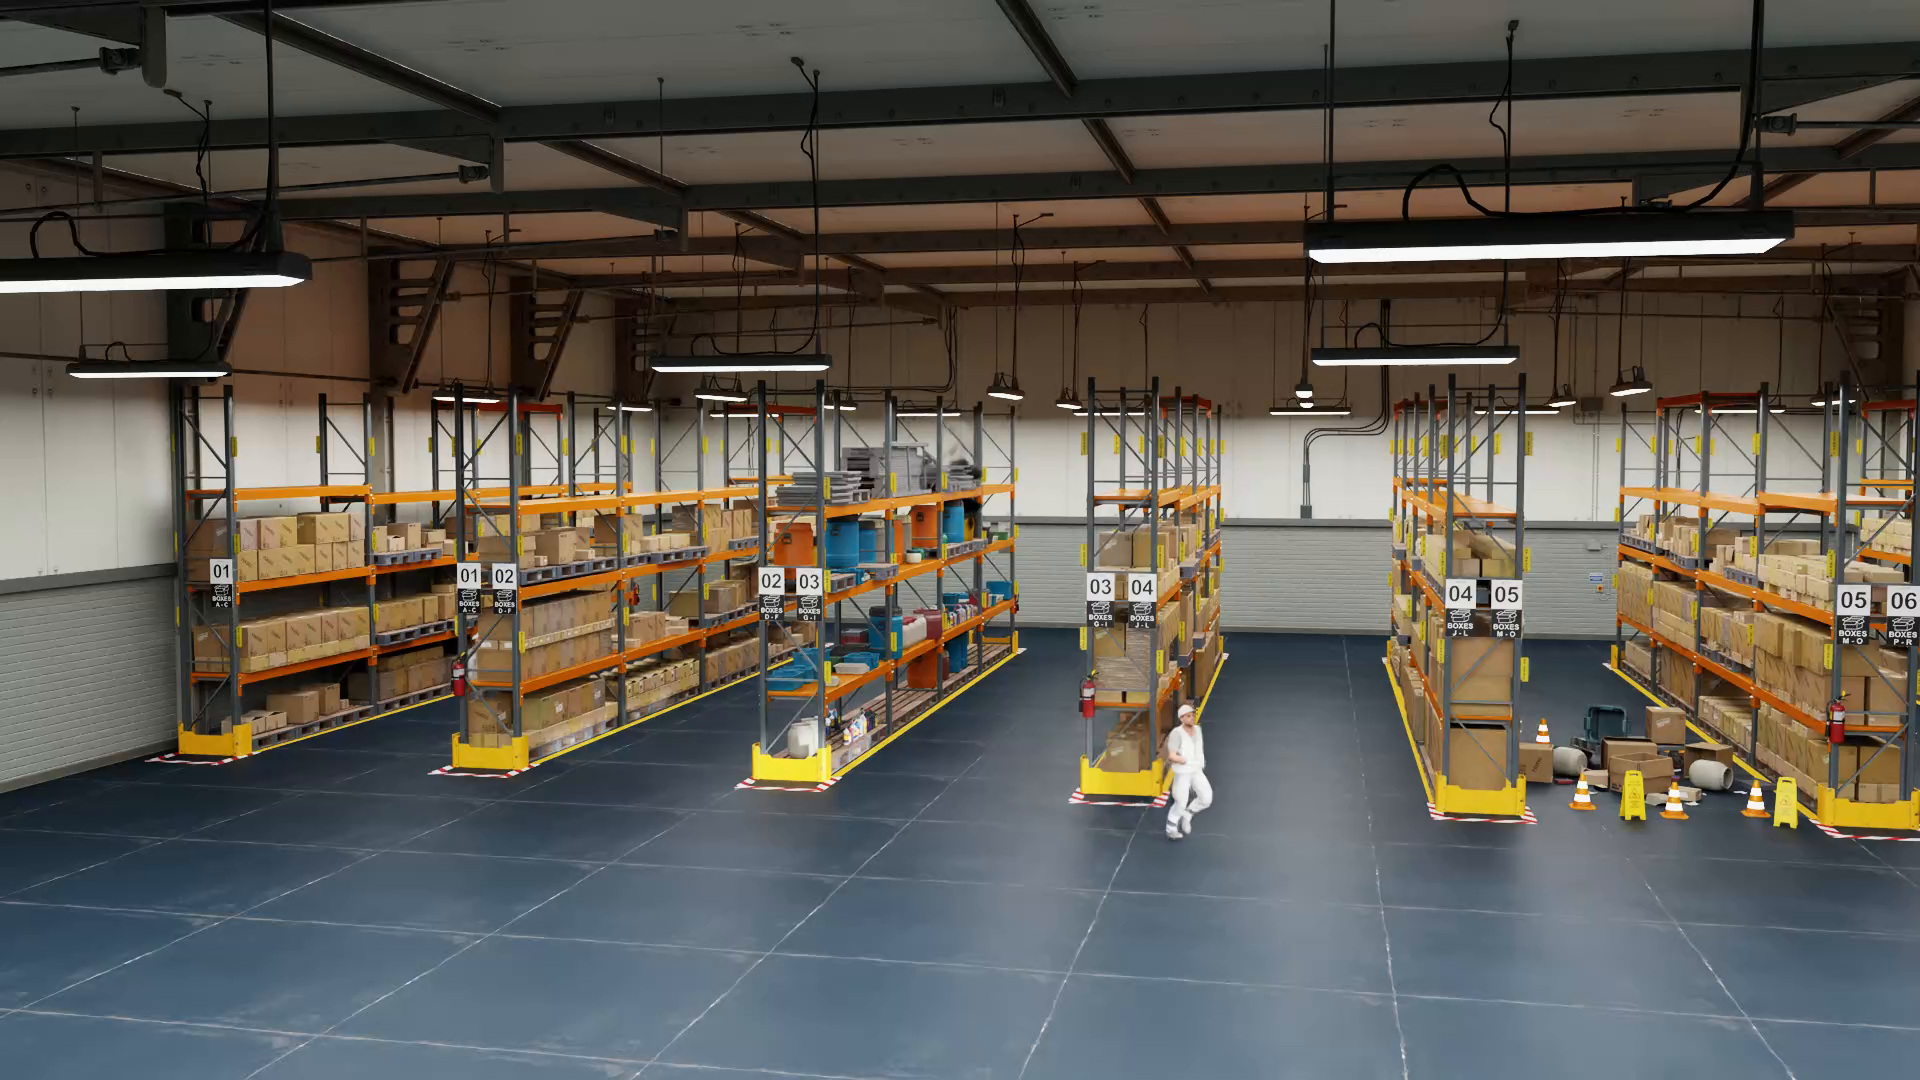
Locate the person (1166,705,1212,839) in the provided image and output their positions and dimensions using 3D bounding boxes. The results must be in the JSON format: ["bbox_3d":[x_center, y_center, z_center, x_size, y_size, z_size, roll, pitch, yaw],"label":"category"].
[{"bbox_3d":[2.910,2.939,21.002,0.683,1.730,0.749,-2,4,-30],"label":"person"}]

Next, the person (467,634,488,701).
[{"bbox_3d":[-8.447,2.522,29.183,0.642,1.760,1.010,1,3,13],"label":"person"}]
